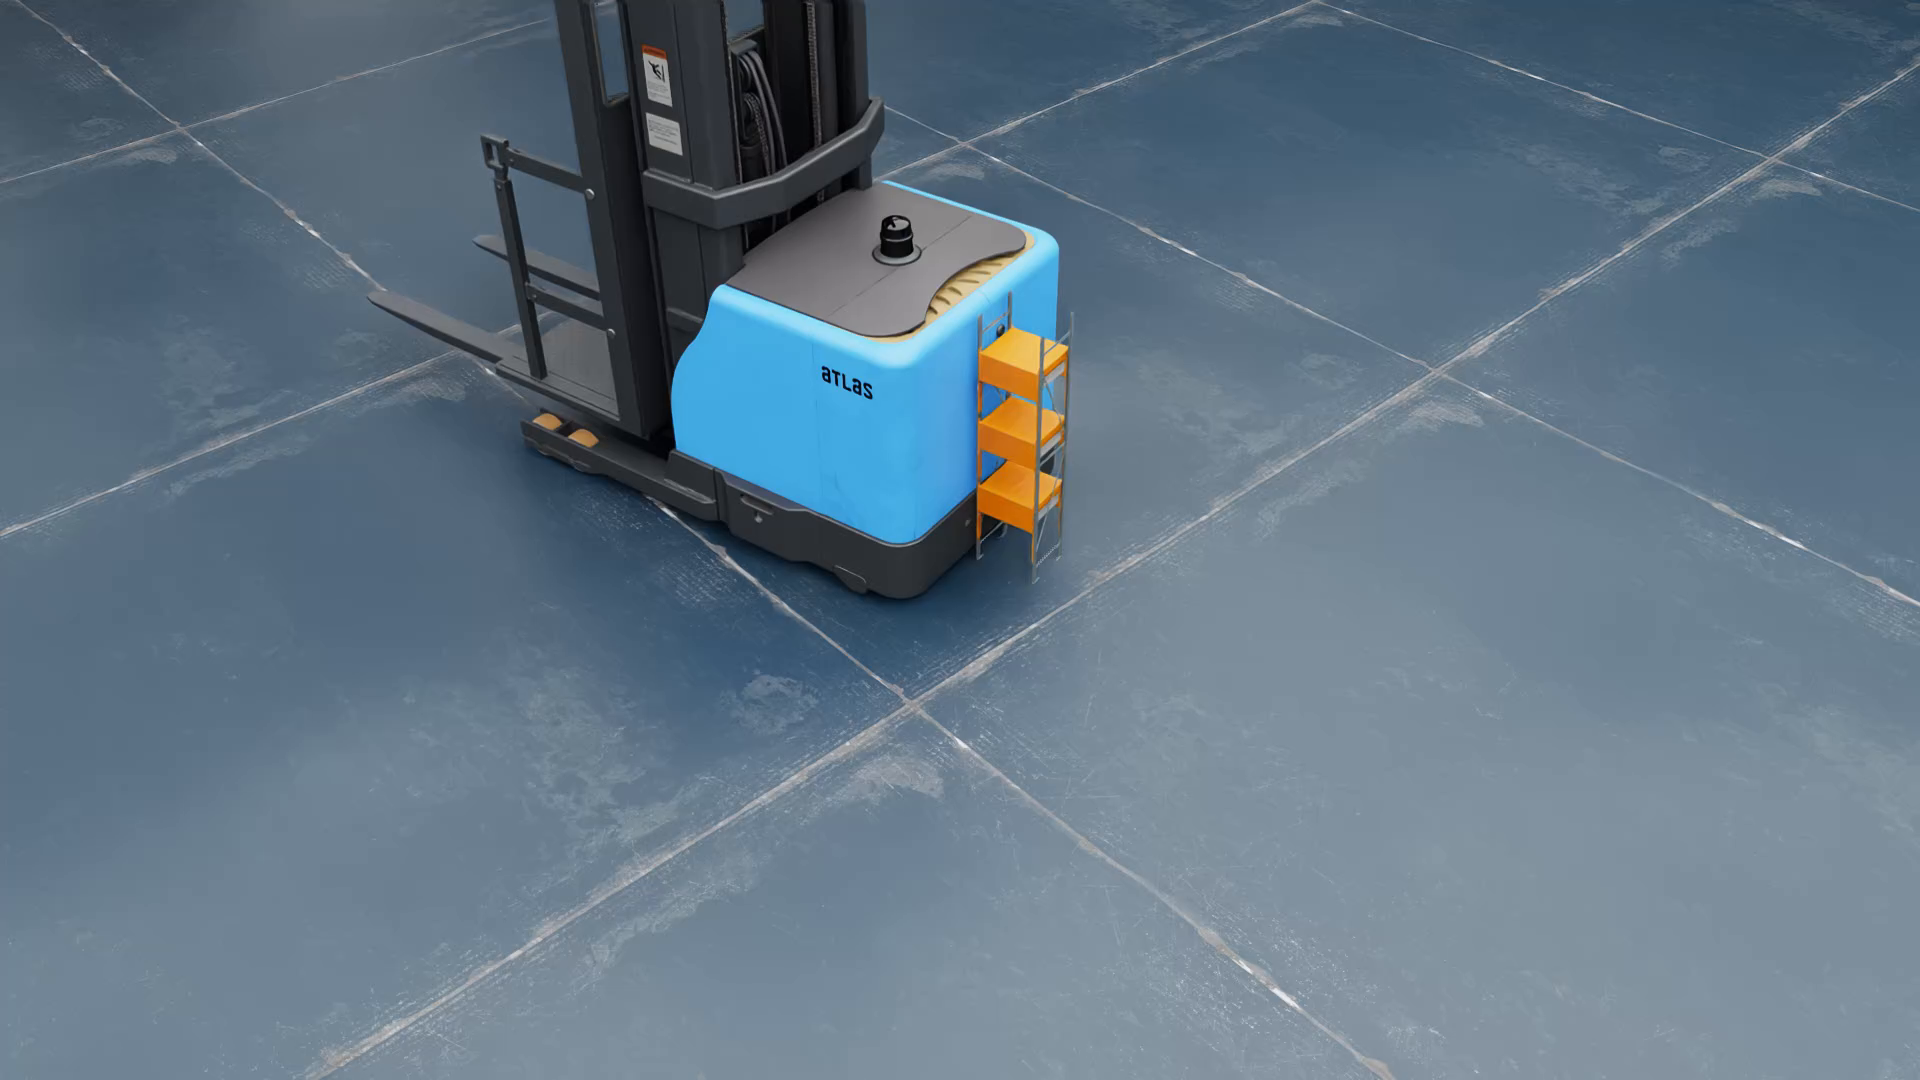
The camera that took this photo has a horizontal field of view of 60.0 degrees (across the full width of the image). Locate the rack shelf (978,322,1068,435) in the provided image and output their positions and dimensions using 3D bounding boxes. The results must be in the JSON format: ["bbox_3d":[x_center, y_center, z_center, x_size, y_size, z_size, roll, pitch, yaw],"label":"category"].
[{"bbox_3d":[0.219,-0.552,5.663,0.240,0.259,0.215,23,44,26],"label":"rack shelf"}]

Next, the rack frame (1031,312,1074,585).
[{"bbox_3d":[0.319,-0.296,5.781,0.008,1.050,0.200,23,44,26],"label":"rack frame"}]

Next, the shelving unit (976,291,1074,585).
[{"bbox_3d":[0.219,-0.339,5.835,0.252,1.050,0.215,23,44,26],"label":"shelving unit"}]

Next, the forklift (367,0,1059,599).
[{"bbox_3d":[-1.137,-1.660,5.972,3.031,2.935,1.130,23,44,26],"label":"forklift"}]

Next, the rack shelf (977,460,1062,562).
[{"bbox_3d":[0.219,-0.115,6.016,0.240,0.259,0.215,23,44,26],"label":"rack shelf"}]

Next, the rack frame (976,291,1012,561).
[{"bbox_3d":[0.118,-0.383,5.888,0.008,1.050,0.200,23,44,26],"label":"rack frame"}]

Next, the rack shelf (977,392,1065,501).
[{"bbox_3d":[0.219,-0.331,5.841,0.240,0.259,0.215,23,44,26],"label":"rack shelf"}]
